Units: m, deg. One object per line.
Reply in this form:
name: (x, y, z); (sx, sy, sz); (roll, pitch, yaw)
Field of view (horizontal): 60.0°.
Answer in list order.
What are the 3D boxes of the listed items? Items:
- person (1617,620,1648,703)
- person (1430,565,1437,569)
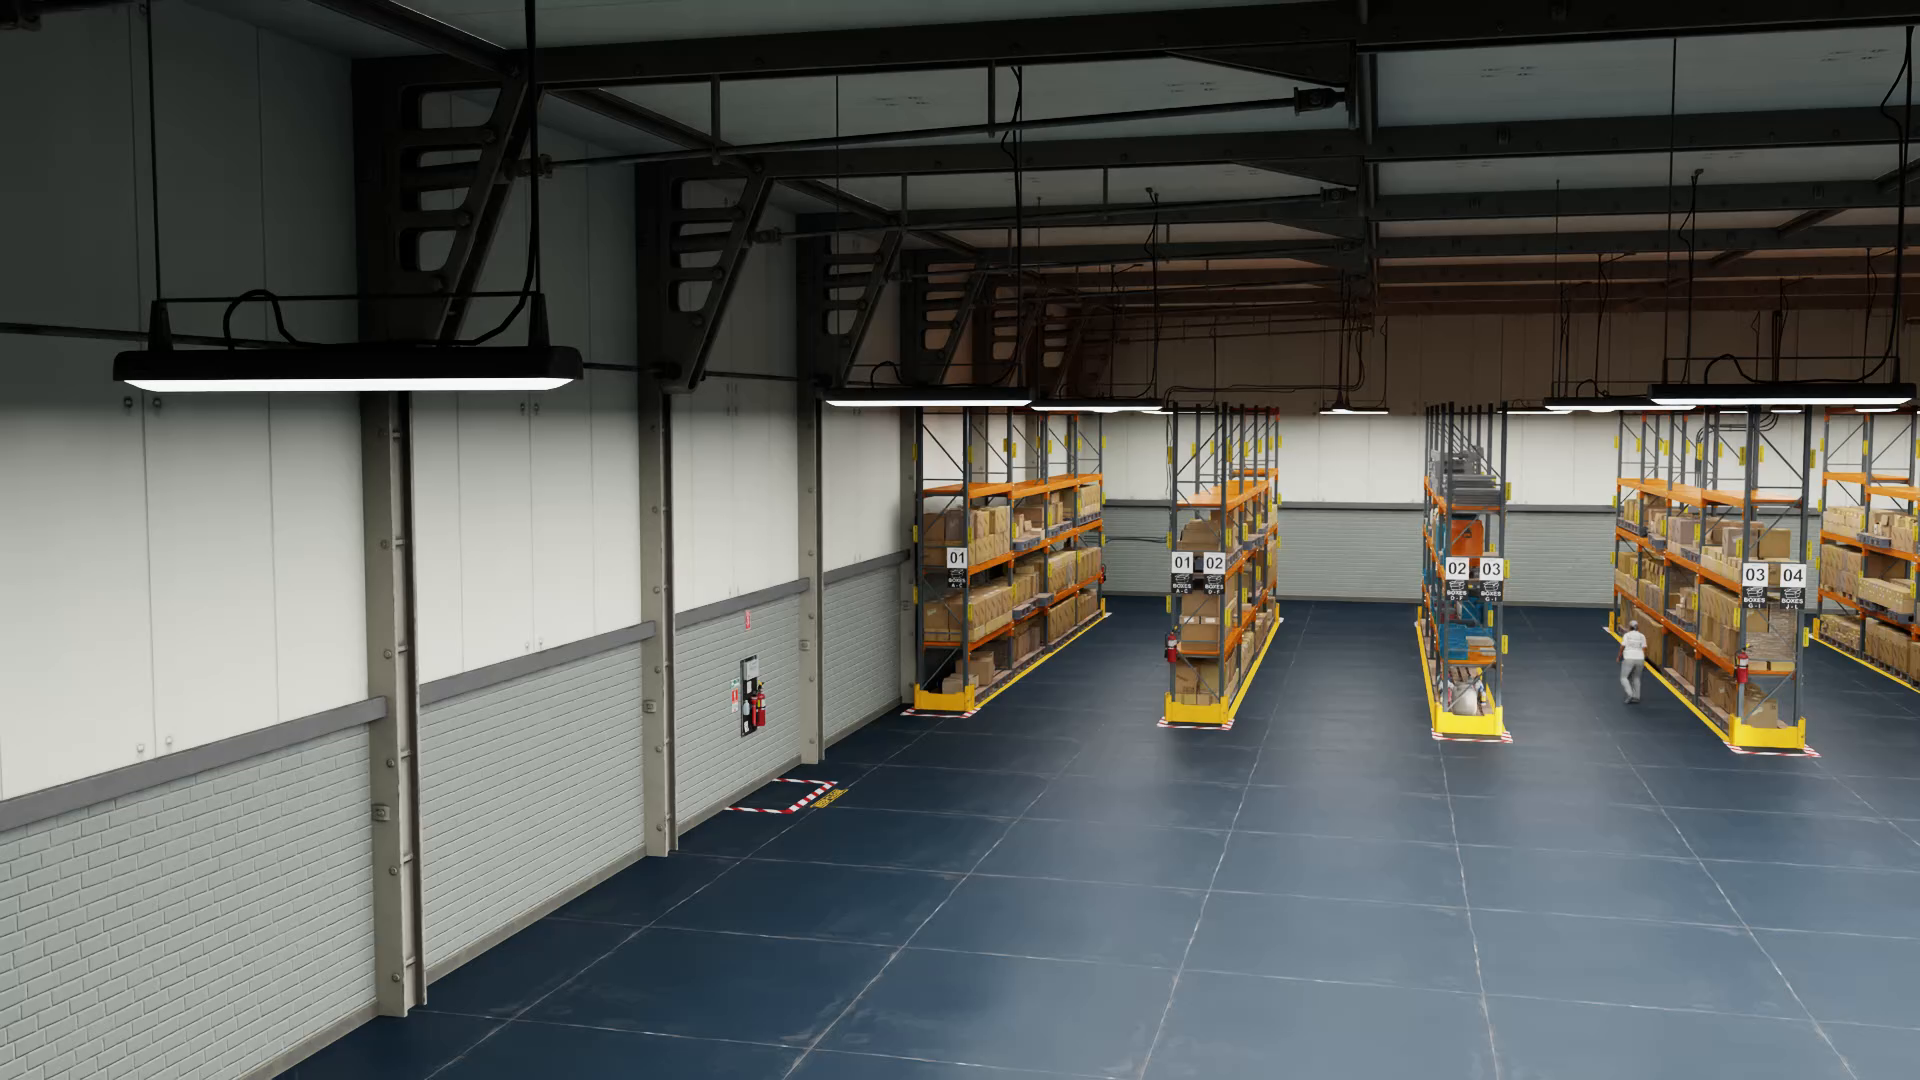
person: (13.528, 2.450, 33.383); (0.541, 1.652, 0.642); (0, 4, -1)
person: (13.912, 1.266, 48.410); (1.136, 1.728, 0.558); (-4, 6, -45)
